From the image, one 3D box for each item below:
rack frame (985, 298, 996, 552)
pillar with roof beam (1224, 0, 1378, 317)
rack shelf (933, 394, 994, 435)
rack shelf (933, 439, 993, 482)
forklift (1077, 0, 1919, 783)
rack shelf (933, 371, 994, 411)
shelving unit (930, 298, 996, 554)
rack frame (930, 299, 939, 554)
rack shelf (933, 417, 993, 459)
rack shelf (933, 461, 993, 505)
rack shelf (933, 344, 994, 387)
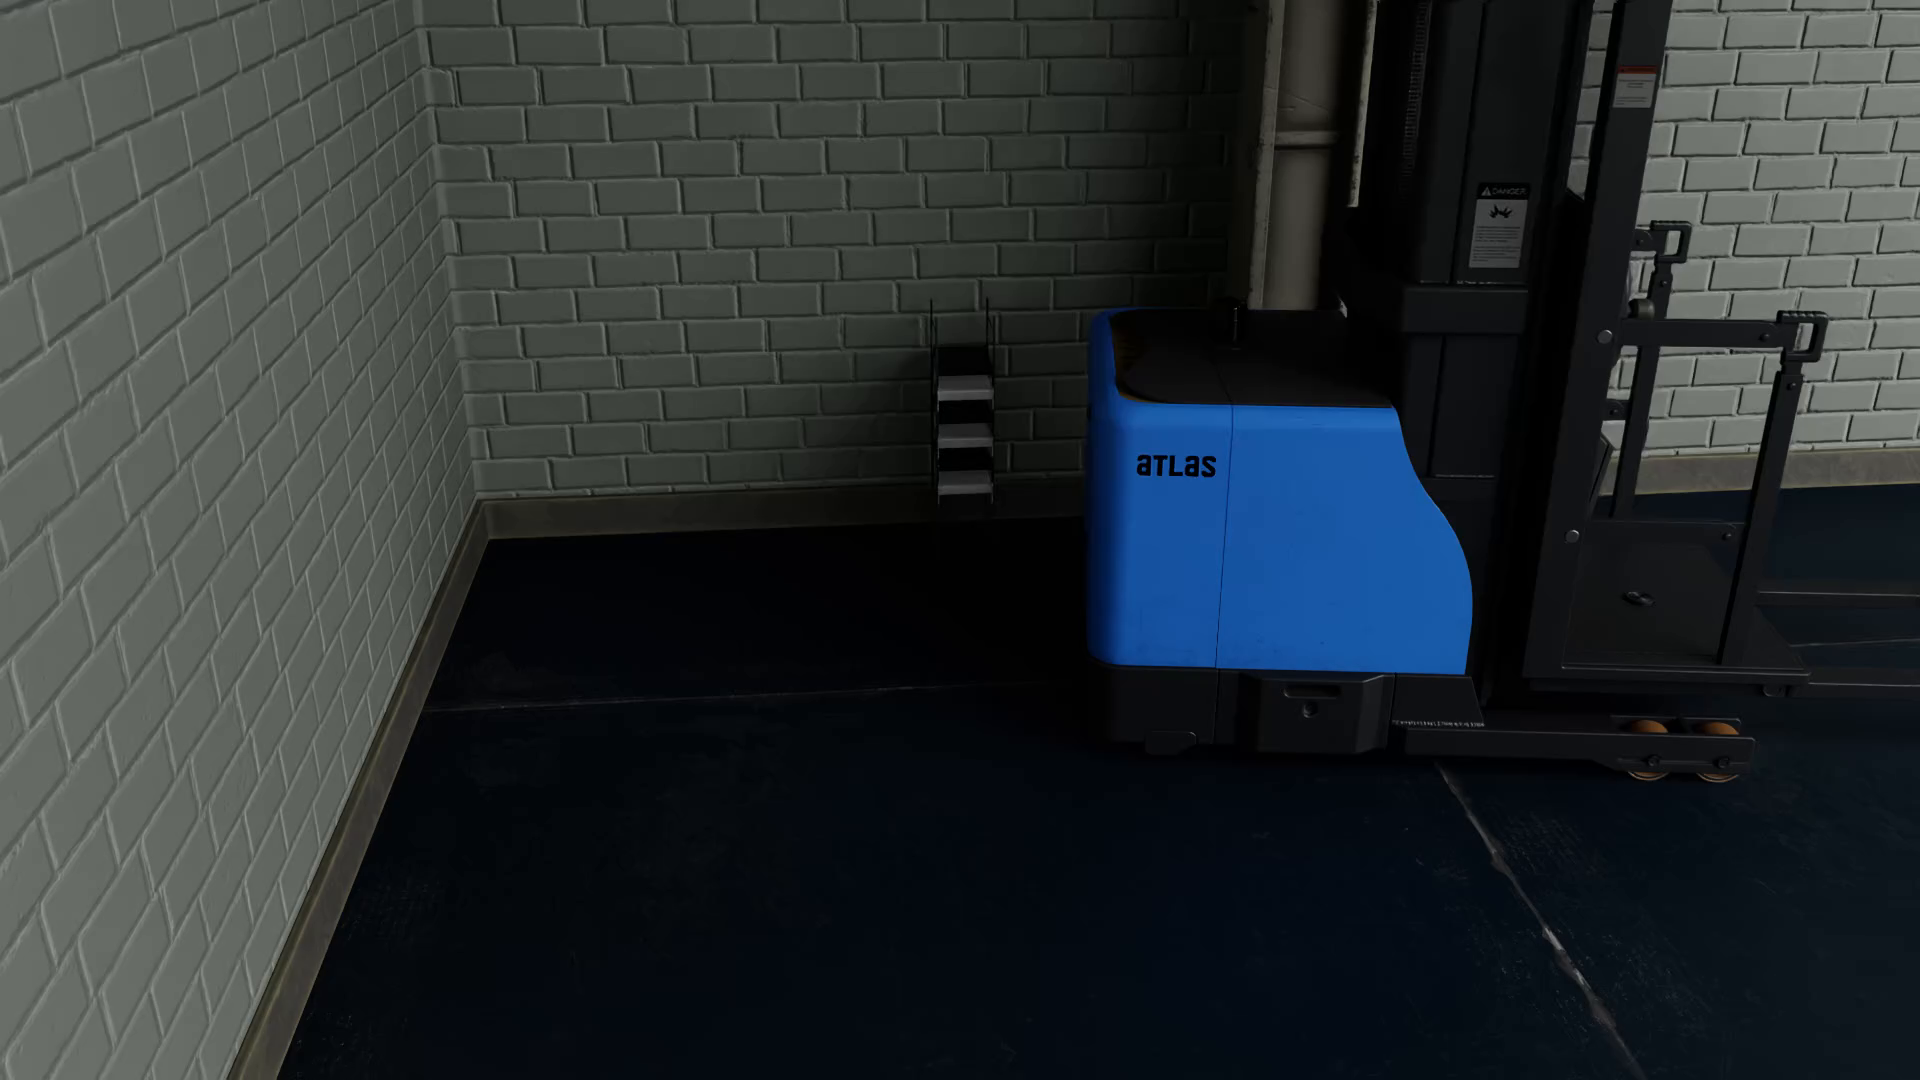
[{"bbox_3d":[0.109,-0.416,6.077,0.006,0.900,0.240,-2,24,-5],"label":"rack frame"},{"bbox_3d":[1.620,-2.446,0.675,0.400,9.000,9.100,-2,24,-5],"label":"pillar with roof beam"},{"bbox_3d":[0.008,-0.463,6.045,0.200,0.077,0.258,-2,24,-5],"label":"rack shelf"},{"bbox_3d":[0.008,-0.299,6.118,0.200,0.077,0.258,-2,24,-5],"label":"rack shelf"},{"bbox_3d":[1.888,-0.876,4.612,3.031,2.935,1.130,1,24,3],"label":"forklift"},{"bbox_3d":[0.008,-0.546,6.008,0.200,0.077,0.258,-2,24,-5],"label":"rack shelf"},{"bbox_3d":[0.008,-0.412,6.068,0.210,0.900,0.258,-2,24,-5],"label":"shelving unit"},{"bbox_3d":[-0.093,-0.407,6.059,0.006,0.900,0.240,-2,24,-5],"label":"rack frame"},{"bbox_3d":[0.008,-0.381,6.081,0.200,0.077,0.258,-2,24,-5],"label":"rack shelf"},{"bbox_3d":[0.008,-0.217,6.155,0.200,0.077,0.258,-2,24,-5],"label":"rack shelf"},{"bbox_3d":[0.008,-0.628,5.972,0.200,0.077,0.258,-2,24,-5],"label":"rack shelf"}]
